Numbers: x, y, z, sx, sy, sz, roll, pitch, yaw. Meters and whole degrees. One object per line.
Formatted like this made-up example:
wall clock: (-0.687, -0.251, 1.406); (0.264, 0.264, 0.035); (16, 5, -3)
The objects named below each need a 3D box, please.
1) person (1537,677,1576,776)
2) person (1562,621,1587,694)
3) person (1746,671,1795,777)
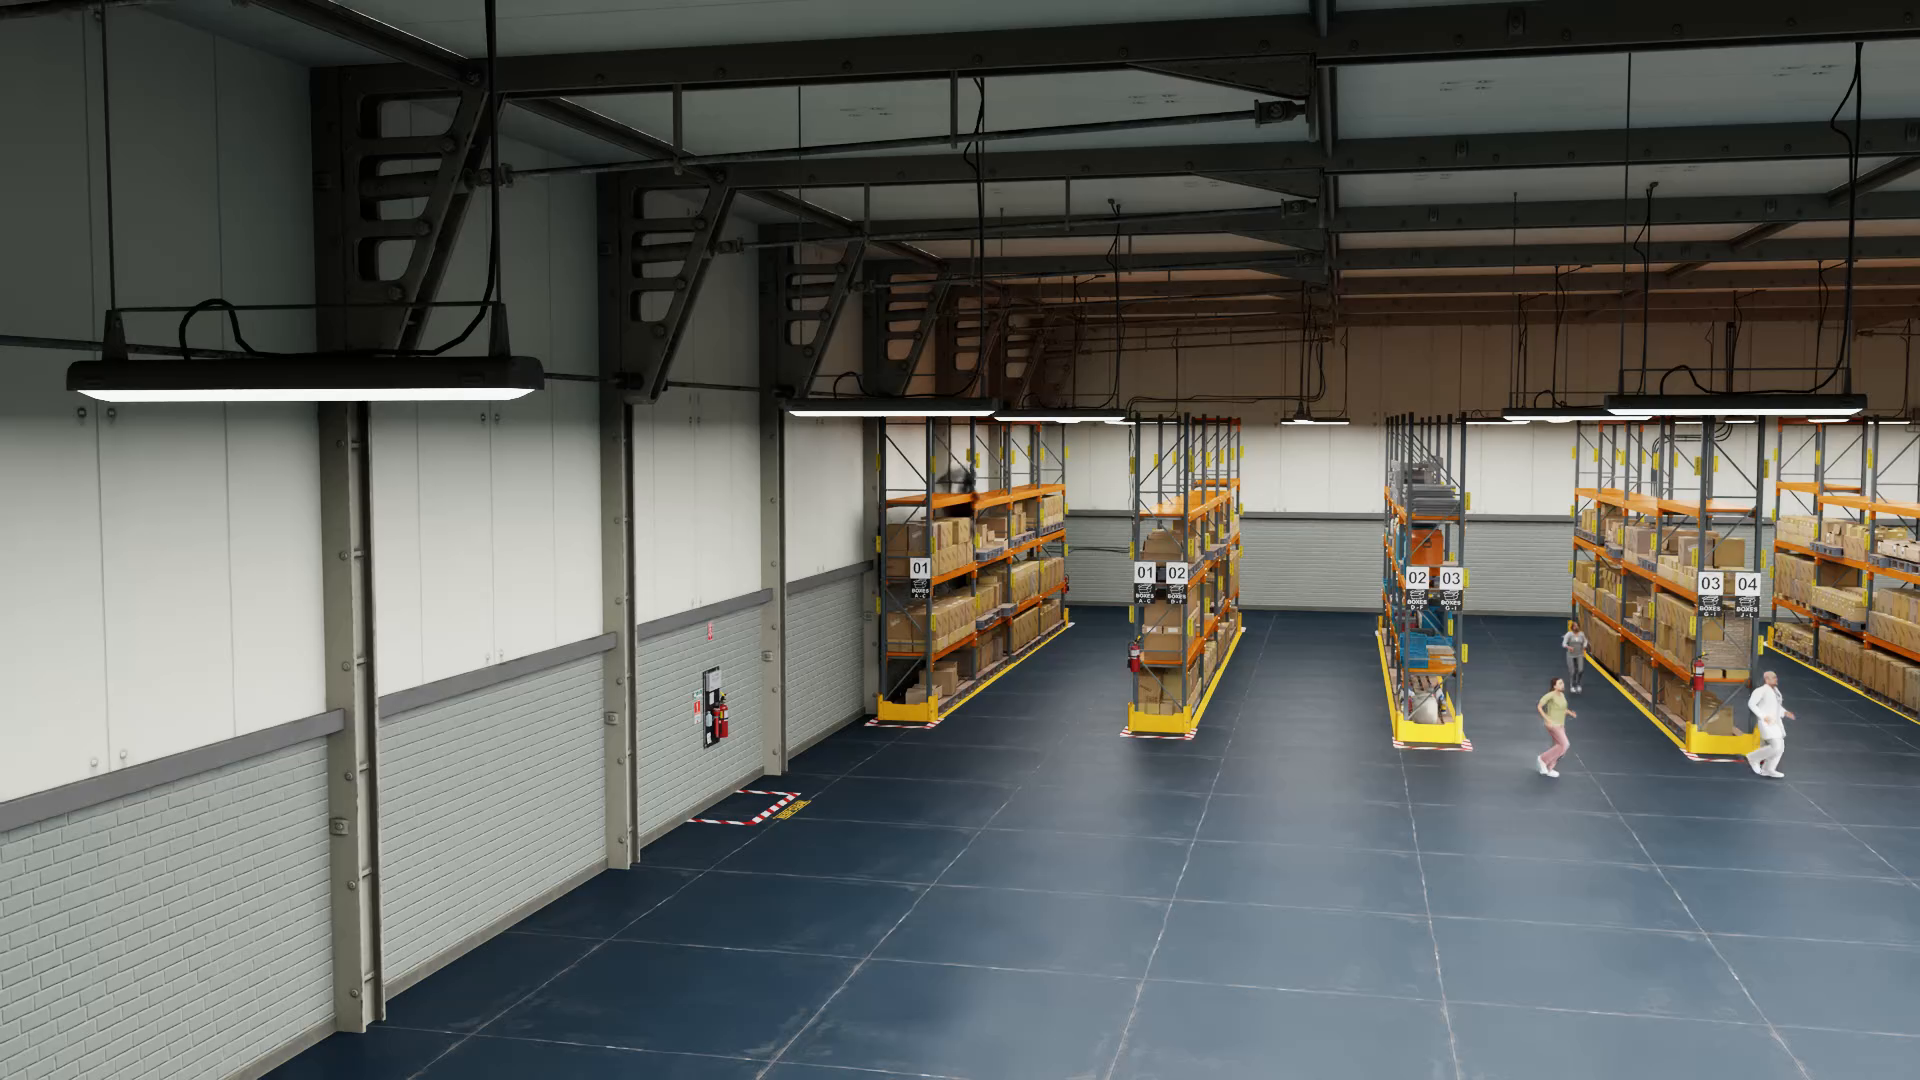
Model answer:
person: (9.812, 3.064, 27.278); (0.565, 1.625, 0.538); (-4, 5, -42)
person: (13.187, 2.517, 35.652); (0.529, 1.575, 0.631); (1, 4, 13)
person: (13.261, 3.012, 27.239); (0.734, 1.735, 0.645); (-3, 5, -37)
